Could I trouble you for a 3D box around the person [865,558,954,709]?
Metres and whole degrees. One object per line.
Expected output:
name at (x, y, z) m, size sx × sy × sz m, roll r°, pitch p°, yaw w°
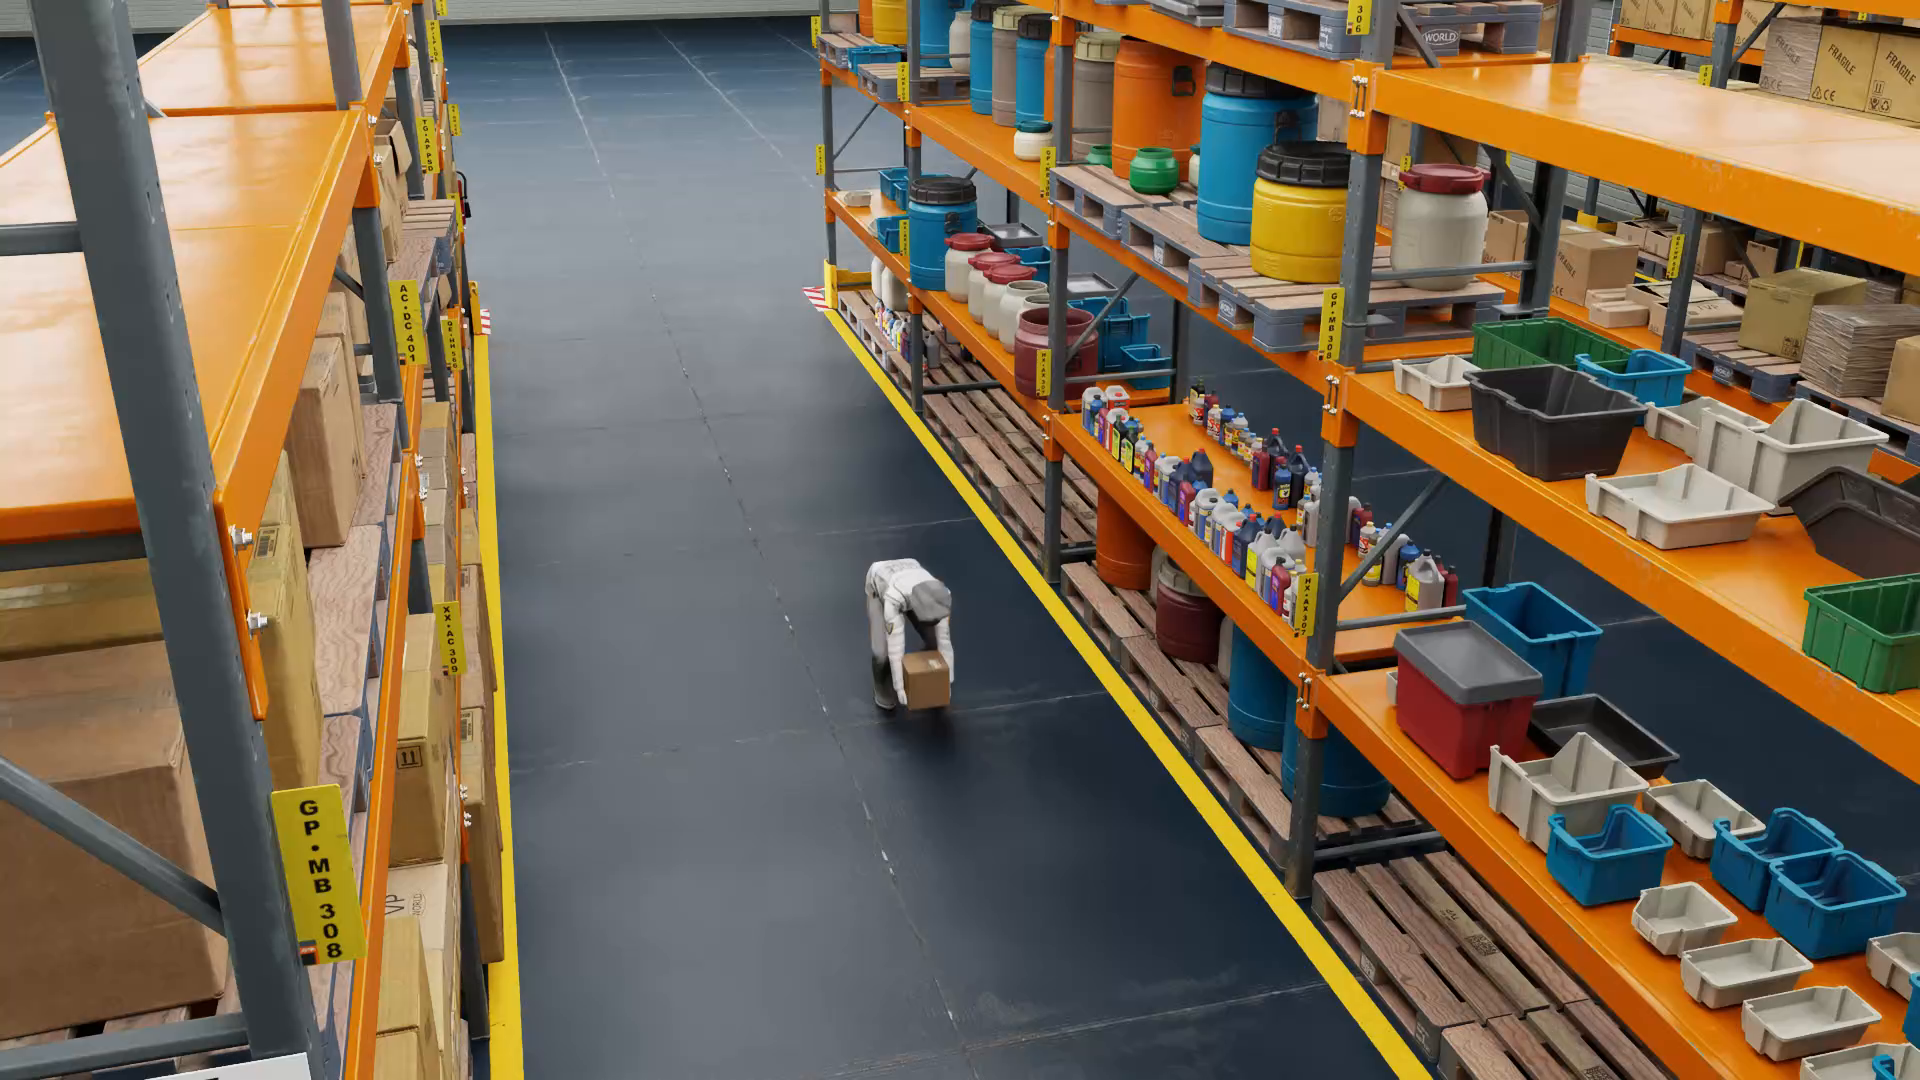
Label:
person at (-0.297, 0.592, 10.081) m, size 0.464 × 1.017 × 0.921 m, roll -7°, pitch 24°, yaw -17°
